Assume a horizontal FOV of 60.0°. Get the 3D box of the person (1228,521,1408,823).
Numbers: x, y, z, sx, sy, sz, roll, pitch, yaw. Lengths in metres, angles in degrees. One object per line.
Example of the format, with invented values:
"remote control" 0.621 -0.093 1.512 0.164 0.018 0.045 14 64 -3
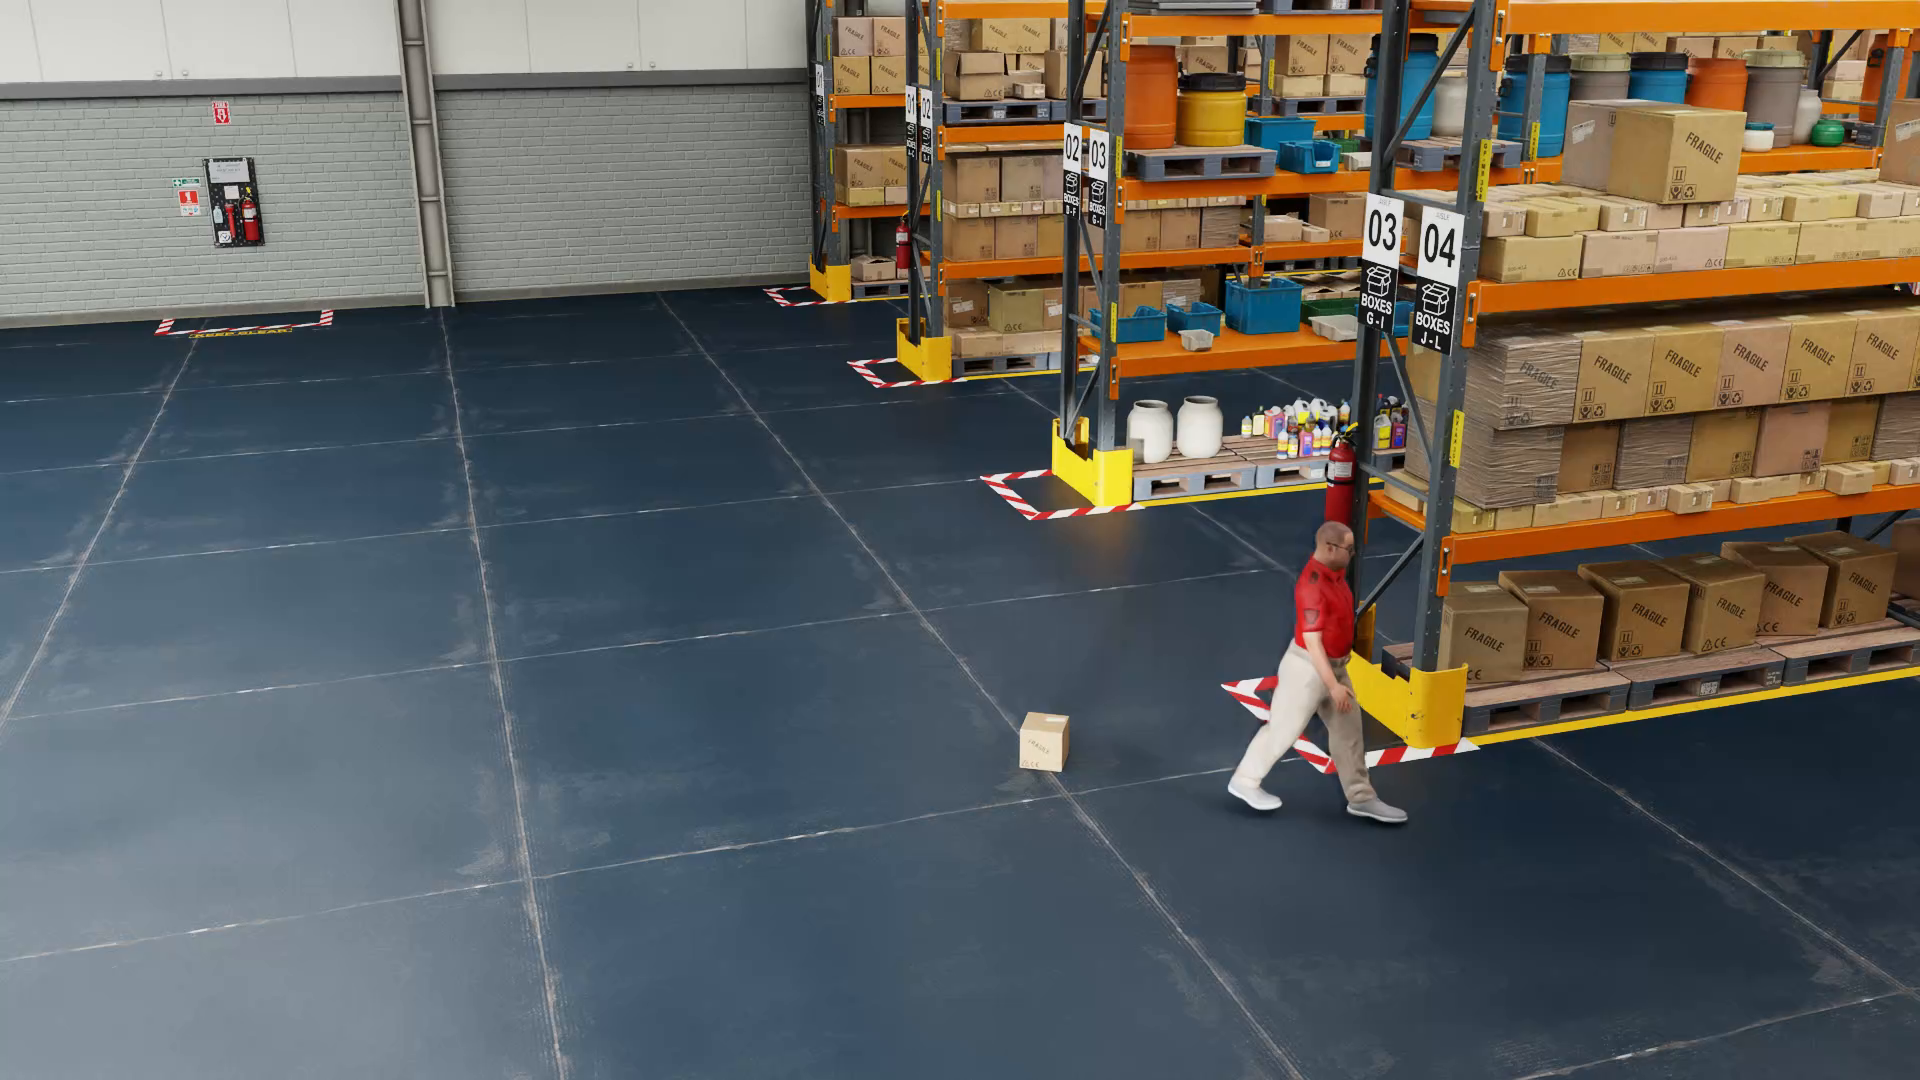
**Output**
"person" 1.986 0.712 9.006 0.971 1.685 0.558 10 22 27
